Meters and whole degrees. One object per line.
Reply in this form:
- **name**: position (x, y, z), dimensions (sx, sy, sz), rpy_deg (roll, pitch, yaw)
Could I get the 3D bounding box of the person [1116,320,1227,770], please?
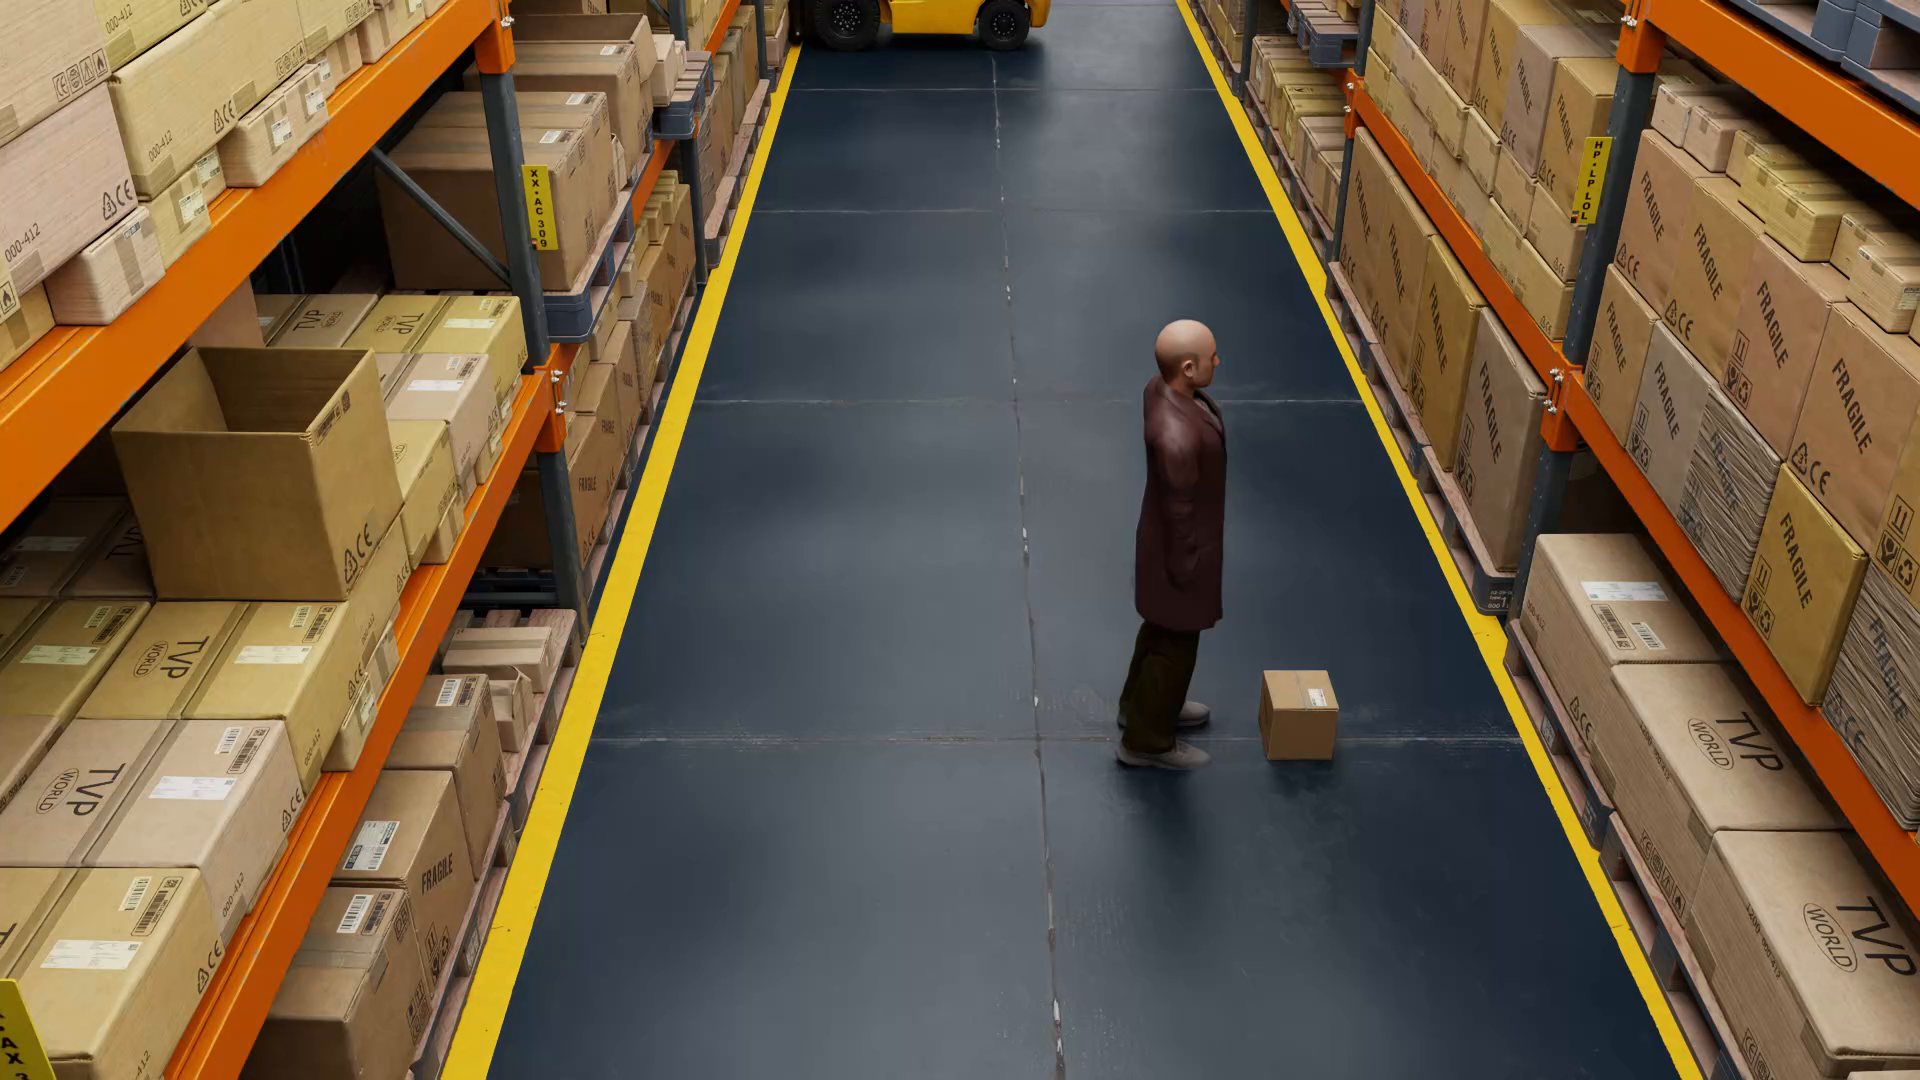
- **person**: position (0.802, 0.029, 6.125), dimensions (0.394, 1.799, 0.561), rpy_deg (1, 31, 1)
